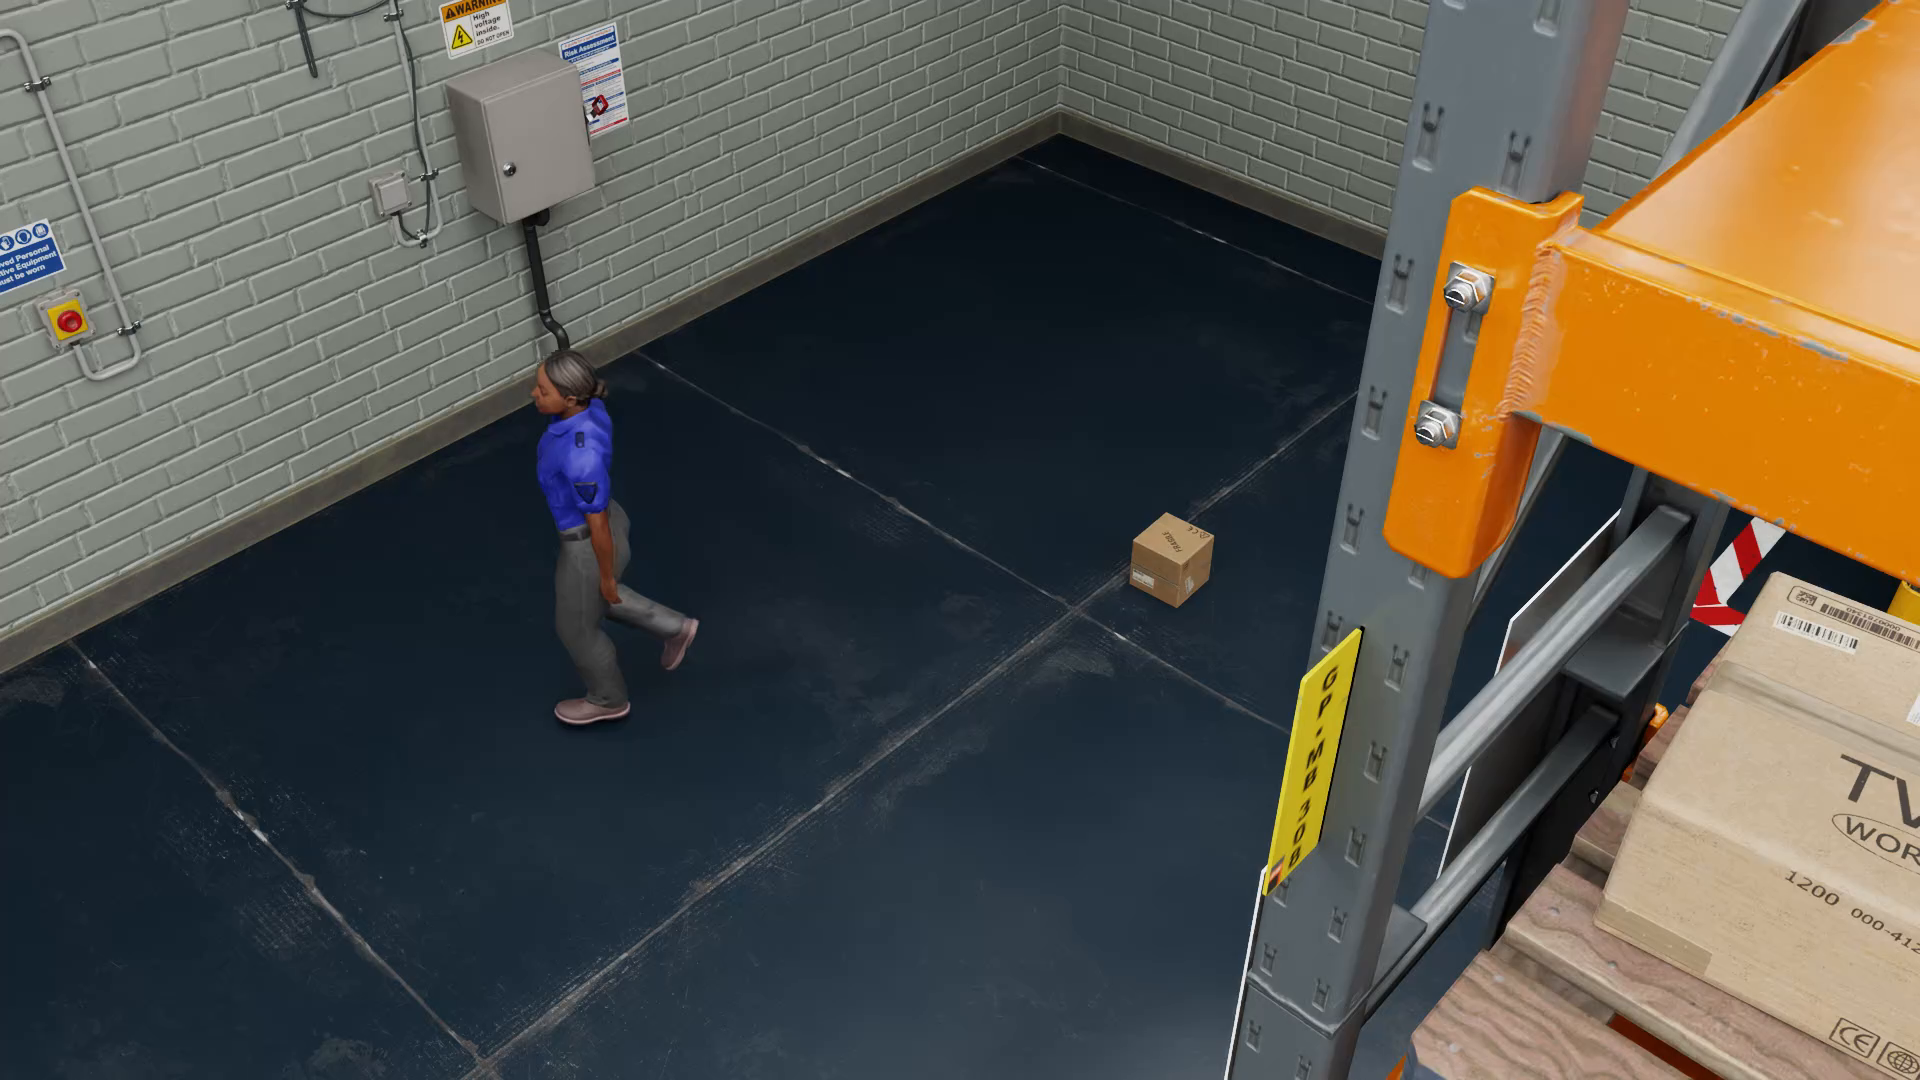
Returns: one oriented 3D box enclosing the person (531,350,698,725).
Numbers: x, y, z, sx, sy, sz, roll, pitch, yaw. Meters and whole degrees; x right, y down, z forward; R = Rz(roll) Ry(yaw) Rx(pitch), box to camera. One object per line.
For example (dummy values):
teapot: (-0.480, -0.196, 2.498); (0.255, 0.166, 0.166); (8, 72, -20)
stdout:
person: (-1.312, 0.002, 6.121); (0.592, 1.640, 0.442); (-5, 40, -6)
